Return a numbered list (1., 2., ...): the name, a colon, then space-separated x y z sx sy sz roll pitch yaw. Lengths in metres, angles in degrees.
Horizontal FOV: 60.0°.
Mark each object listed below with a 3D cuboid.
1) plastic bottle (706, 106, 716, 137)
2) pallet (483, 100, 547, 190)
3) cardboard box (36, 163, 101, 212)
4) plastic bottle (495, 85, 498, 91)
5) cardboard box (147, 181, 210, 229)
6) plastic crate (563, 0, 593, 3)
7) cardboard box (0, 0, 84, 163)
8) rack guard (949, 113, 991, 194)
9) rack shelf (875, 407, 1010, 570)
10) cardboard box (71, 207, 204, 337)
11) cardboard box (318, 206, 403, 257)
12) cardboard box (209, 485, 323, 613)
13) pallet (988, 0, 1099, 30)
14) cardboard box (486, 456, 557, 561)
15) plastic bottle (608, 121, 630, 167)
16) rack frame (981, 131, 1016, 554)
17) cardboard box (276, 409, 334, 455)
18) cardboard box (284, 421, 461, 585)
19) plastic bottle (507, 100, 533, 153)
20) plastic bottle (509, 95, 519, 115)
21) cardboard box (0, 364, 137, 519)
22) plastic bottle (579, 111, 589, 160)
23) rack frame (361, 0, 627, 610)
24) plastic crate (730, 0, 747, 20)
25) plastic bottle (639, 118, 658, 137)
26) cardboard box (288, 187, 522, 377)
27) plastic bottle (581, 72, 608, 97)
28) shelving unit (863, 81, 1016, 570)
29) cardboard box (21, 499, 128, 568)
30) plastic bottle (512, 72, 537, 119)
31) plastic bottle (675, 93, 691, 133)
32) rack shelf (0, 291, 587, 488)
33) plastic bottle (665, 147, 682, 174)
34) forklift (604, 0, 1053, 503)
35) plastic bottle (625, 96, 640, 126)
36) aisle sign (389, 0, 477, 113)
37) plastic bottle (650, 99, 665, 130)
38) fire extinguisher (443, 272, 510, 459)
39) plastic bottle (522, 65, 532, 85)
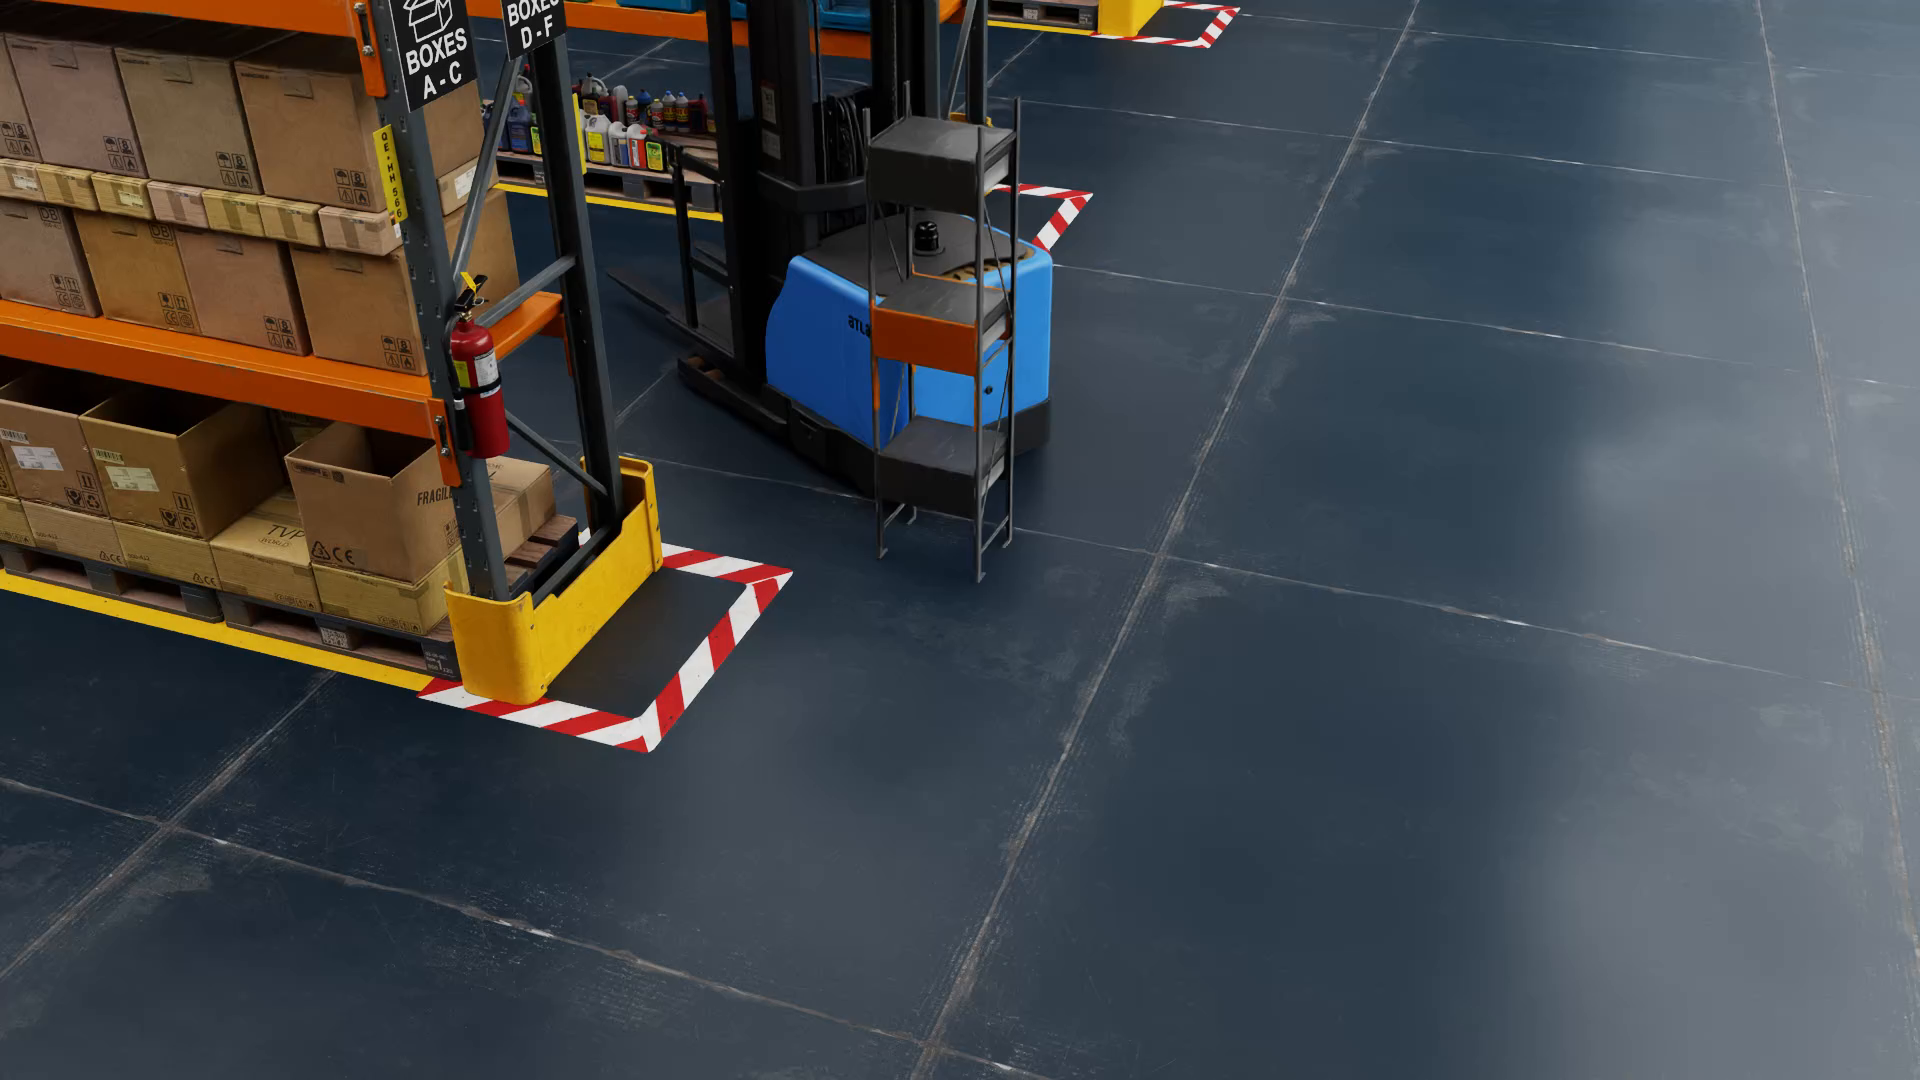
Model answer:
1. plastic bottle: -1.743 -2.963 11.748 0.097 0.201 0.097 0 33 0
2. pallet: -3.191 -2.860 11.985 1.213 0.211 1.003 11 34 16
3. cardboard box: -3.361 -1.439 6.523 0.250 0.149 0.380 12 35 18
4. plastic bottle: -3.362 -3.278 12.236 0.097 0.201 0.097 0 33 0
5. cardboard box: -2.866 -1.344 6.375 0.250 0.149 0.380 11 35 17
6. plastic crate: -2.626 -3.694 10.902 0.662 0.188 0.450 11 34 16
7. cardboard box: -3.646 -1.881 6.610 0.500 0.500 0.700 11 34 17
8. rack guard: -0.131 -2.384 10.981 0.348 0.500 1.175 11 34 16
9. rack shelf: -0.069 -0.237 7.497 0.480 0.518 0.431 13 35 20
10. cardboard box: -3.115 -1.237 6.808 0.500 0.500 0.700 11 35 17
11. cardboard box: -2.142 -1.203 6.157 0.250 0.149 0.380 10 34 16
12. cardboard box: -2.797 0.031 7.085 0.500 0.250 0.500 11 34 16
13. pallet: 0.803 -4.982 15.272 1.213 0.211 1.003 11 34 16
14. cardboard box: -2.148 -0.148 7.362 0.500 0.250 0.500 11 34 16
15. plastic bottle: -2.279 -2.682 11.244 0.135 0.276 0.152 10 34 15
16. rack frame: 0.154 -0.784 7.028 0.006 1.831 0.380 13 35 20
17. cardboard box: -2.619 -0.554 7.299 0.500 0.500 0.500 11 34 16
18. cardboard box: -2.323 -0.198 6.748 0.500 0.500 0.500 11 34 16
19. plastic bottle: -3.011 -2.854 11.441 0.185 0.351 0.144 10 34 14
20. plastic bottle: -3.140 -2.962 11.609 0.185 0.351 0.144 11 34 16
21. cardboard box: -3.740 -0.466 7.162 0.500 0.500 0.500 11 34 16
22. plastic bottle: -2.611 -2.776 11.321 0.185 0.351 0.144 11 34 16
23. rack frame: -1.718 -0.915 6.402 0.127 3.000 1.000 11 34 16
24. plastic crate: -1.225 -3.442 10.453 0.408 0.251 0.499 11 34 16
25. plastic bottle: -2.113 -2.714 11.287 0.133 0.283 0.061 11 34 16
26. cardboard box: -2.153 -1.049 6.518 0.500 0.500 0.700 11 34 16
27. plastic bottle: -2.621 -3.183 11.951 0.185 0.351 0.144 11 34 16
28. shelving unit: -0.071 -0.837 7.111 0.499 2.100 0.431 13 35 20
29. cardboard box: -3.739 -0.152 7.368 0.500 0.250 0.500 11 34 16
30. plastic bottle: -3.154 -3.204 11.983 0.185 0.351 0.144 11 34 16
31. plastic bottle: -1.968 -3.036 11.797 0.097 0.271 0.097 0 33 0
32. rack shelf: -3.601 -0.979 7.164 4.000 0.370 1.077 11 34 16
33. plastic bottle: -1.920 -2.565 11.132 0.097 0.201 0.097 0 33 0
34. forklift: -0.751 -1.973 8.104 1.319 2.935 3.643 -25 40 -33
35. plastic bottle: -2.349 -3.081 11.931 0.097 0.201 0.097 0 33 0
36. aisle sign: -1.755 -1.846 5.446 0.004 0.787 0.394 11 34 16
37. plastic bottle: -2.155 -3.043 11.872 0.097 0.201 0.097 0 33 0
38. fire extinguisher: -1.763 -0.624 6.022 0.183 0.674 0.296 11 34 16
39. plastic bottle: -3.105 -3.277 12.097 0.185 0.351 0.144 10 34 15
